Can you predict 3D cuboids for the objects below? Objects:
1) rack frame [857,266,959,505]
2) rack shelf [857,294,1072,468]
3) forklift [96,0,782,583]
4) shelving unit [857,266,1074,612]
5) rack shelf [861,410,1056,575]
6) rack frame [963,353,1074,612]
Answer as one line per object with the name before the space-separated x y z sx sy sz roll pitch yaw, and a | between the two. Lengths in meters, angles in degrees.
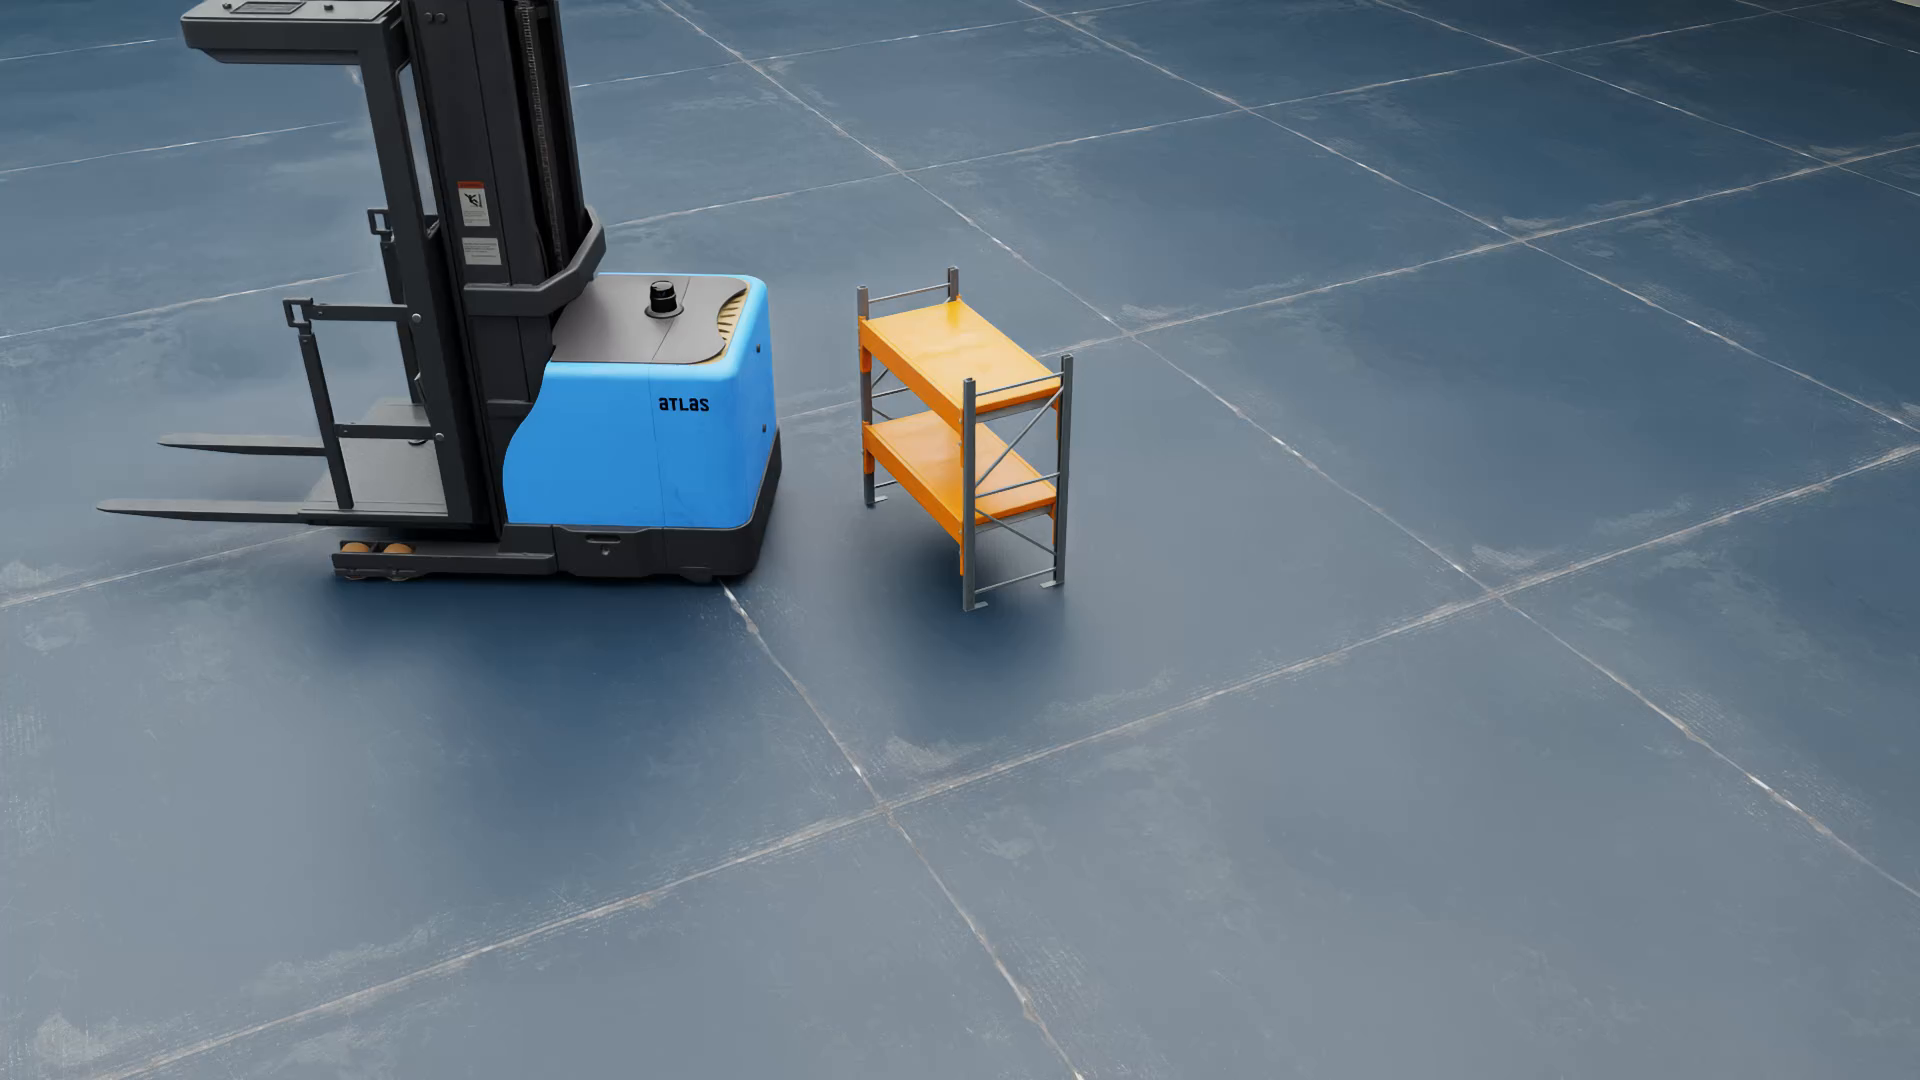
rack frame | -0.234 -0.713 7.820 0.500 1.125 0.032 -16 36 -23
rack shelf | 0.003 -0.717 7.284 0.538 0.278 1.000 -16 36 -23
forklift | -2.407 -1.333 7.114 3.031 2.935 1.130 1 33 2
shelving unit | 0.003 -0.470 7.442 0.538 1.125 1.048 -16 36 -23
rack shelf | 0.003 -0.265 7.573 0.538 0.278 1.000 -16 36 -23
rack frame | 0.240 -0.228 7.063 0.500 1.125 0.032 -16 36 -23
